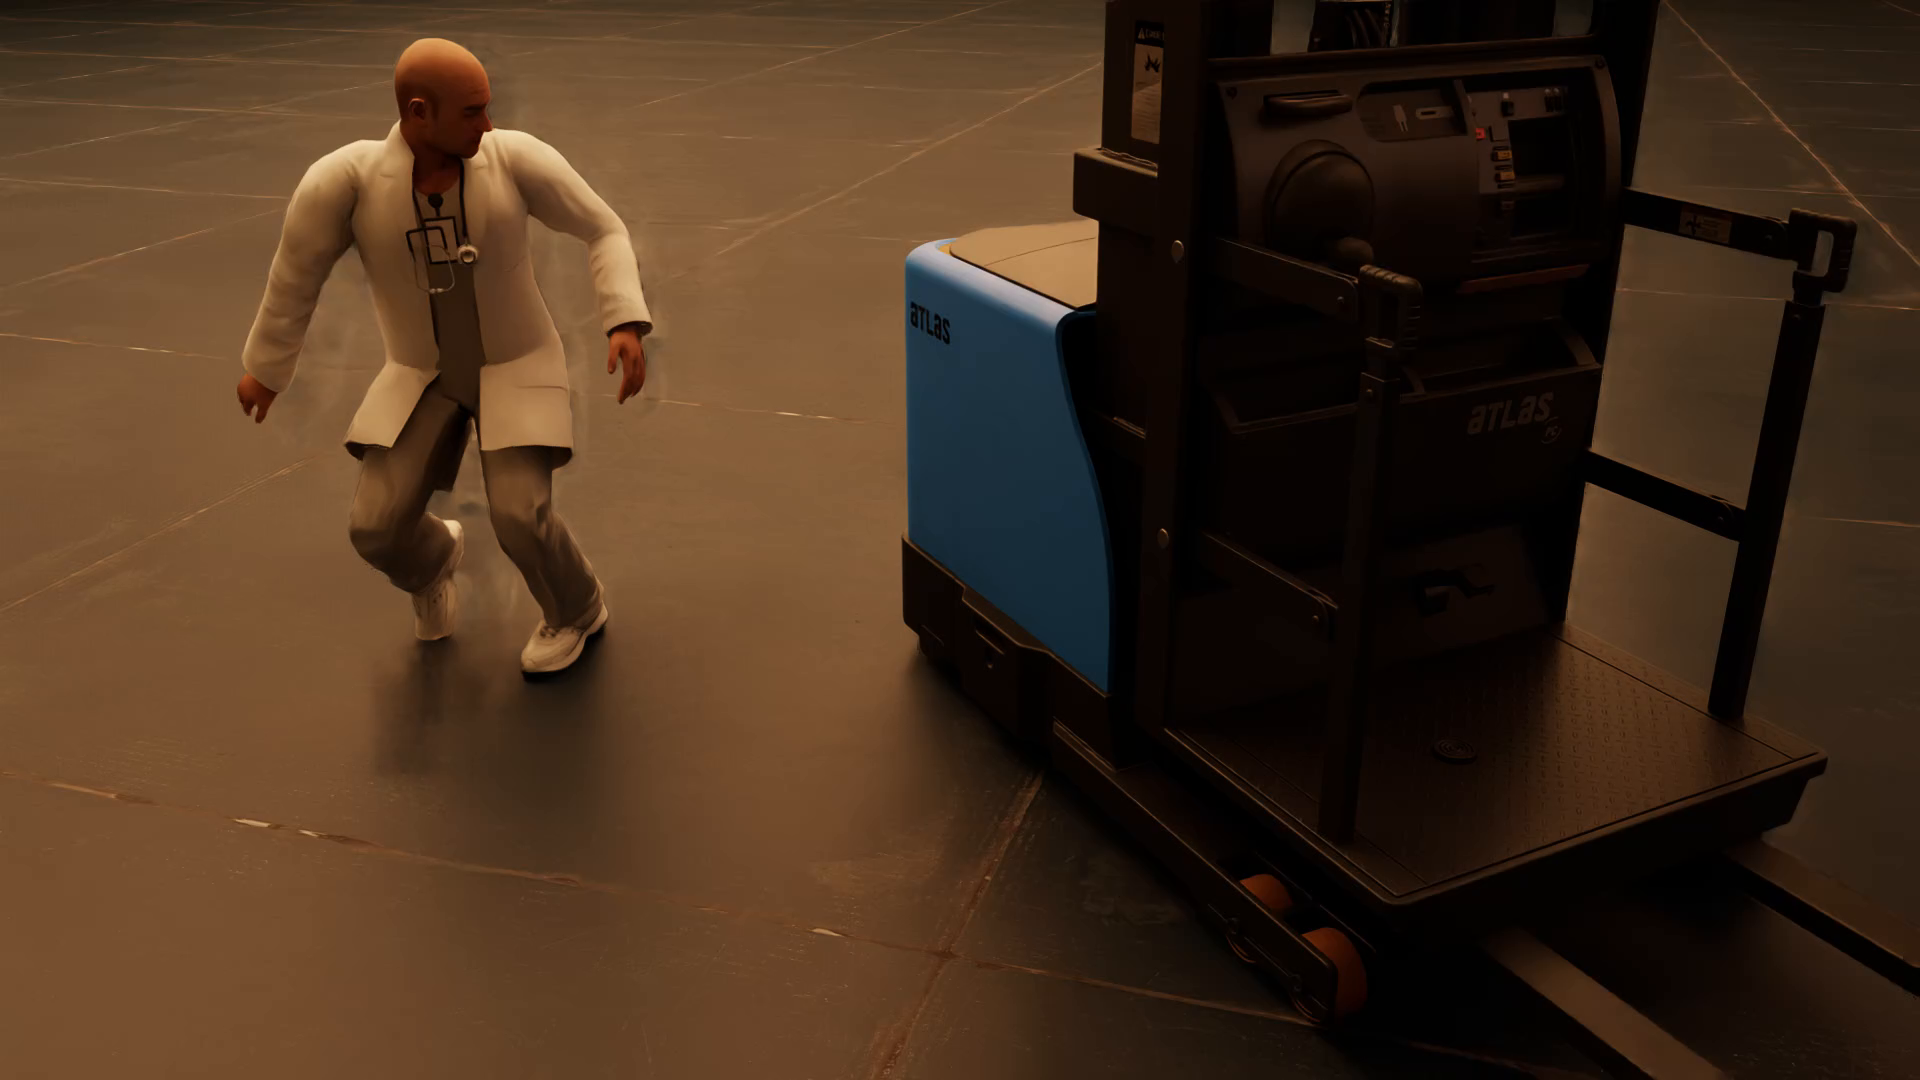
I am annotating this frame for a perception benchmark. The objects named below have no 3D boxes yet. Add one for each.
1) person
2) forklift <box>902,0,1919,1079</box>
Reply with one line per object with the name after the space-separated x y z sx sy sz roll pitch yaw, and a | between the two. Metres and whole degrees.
-1.264 -0.403 4.100 1.027 1.636 0.538 -3 23 -8 | person
0.974 -0.678 2.923 1.130 2.935 3.031 -11 25 -25 | forklift
